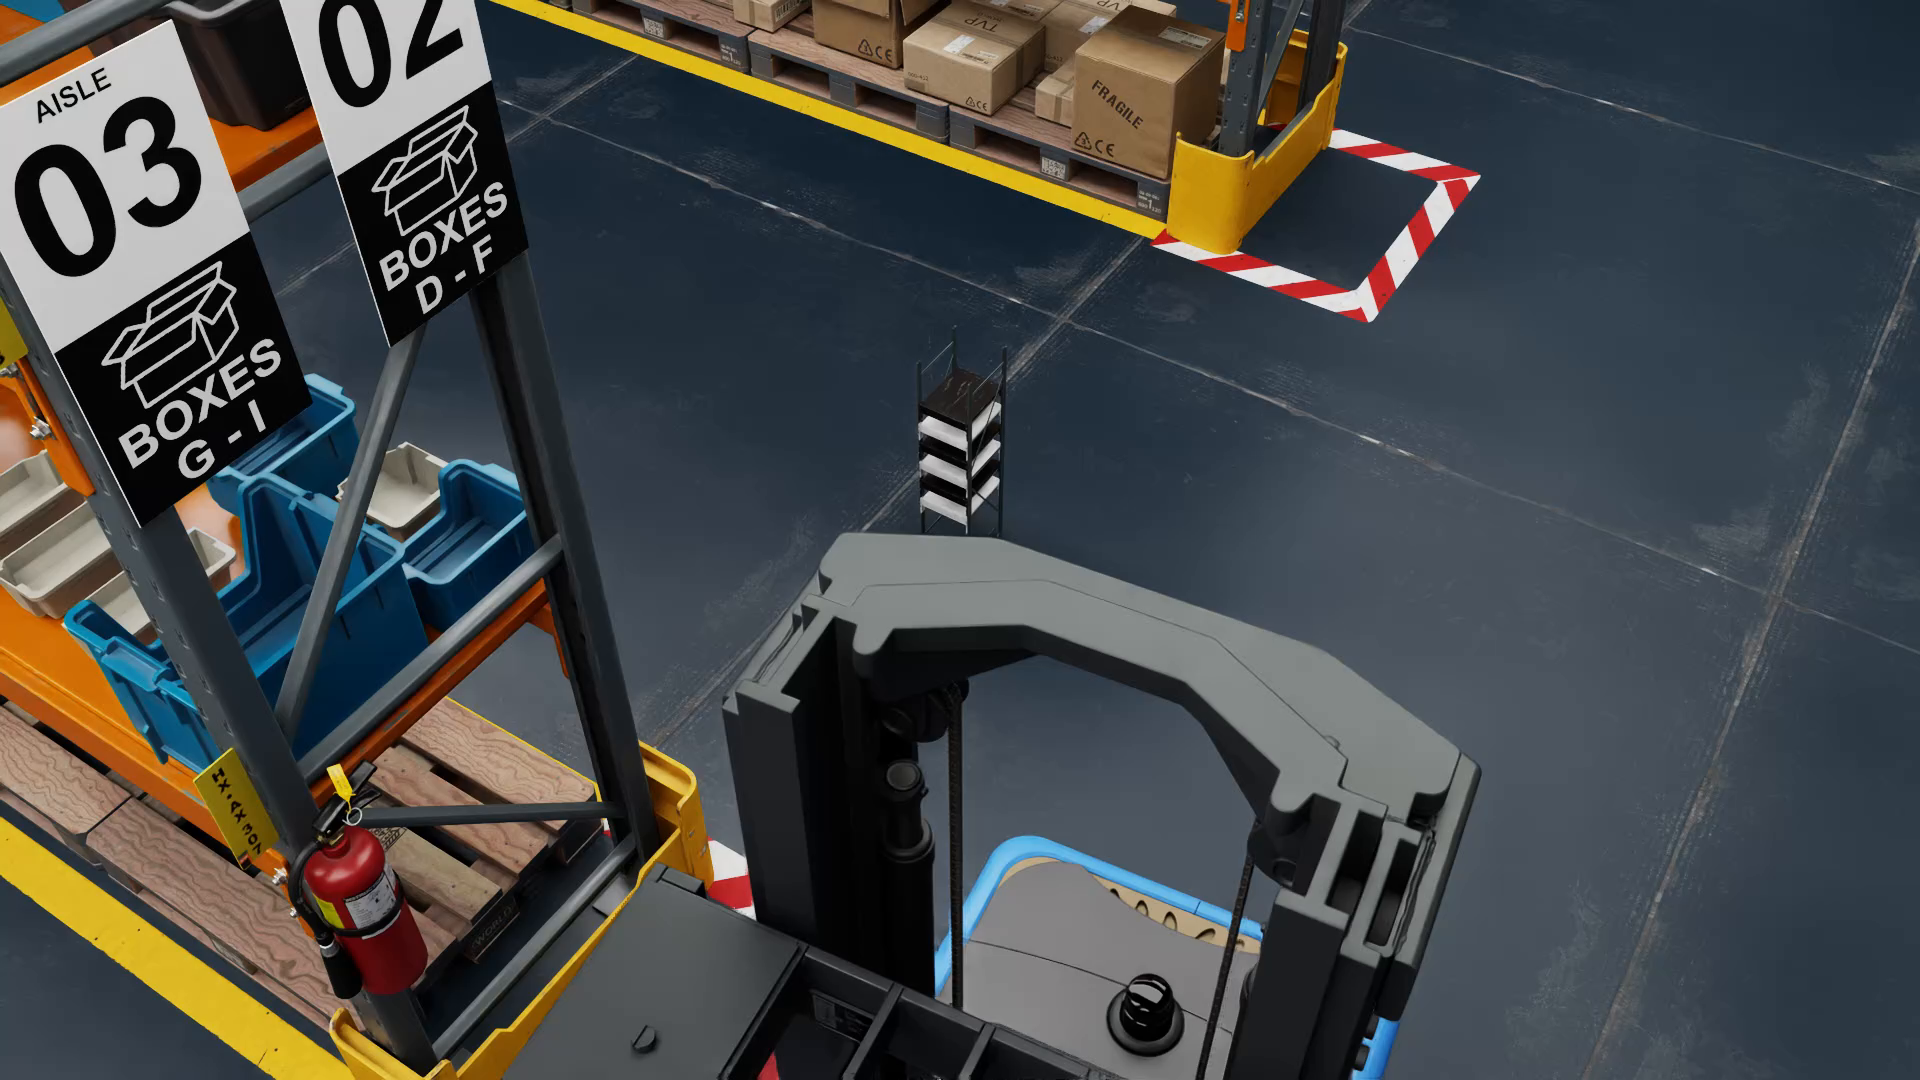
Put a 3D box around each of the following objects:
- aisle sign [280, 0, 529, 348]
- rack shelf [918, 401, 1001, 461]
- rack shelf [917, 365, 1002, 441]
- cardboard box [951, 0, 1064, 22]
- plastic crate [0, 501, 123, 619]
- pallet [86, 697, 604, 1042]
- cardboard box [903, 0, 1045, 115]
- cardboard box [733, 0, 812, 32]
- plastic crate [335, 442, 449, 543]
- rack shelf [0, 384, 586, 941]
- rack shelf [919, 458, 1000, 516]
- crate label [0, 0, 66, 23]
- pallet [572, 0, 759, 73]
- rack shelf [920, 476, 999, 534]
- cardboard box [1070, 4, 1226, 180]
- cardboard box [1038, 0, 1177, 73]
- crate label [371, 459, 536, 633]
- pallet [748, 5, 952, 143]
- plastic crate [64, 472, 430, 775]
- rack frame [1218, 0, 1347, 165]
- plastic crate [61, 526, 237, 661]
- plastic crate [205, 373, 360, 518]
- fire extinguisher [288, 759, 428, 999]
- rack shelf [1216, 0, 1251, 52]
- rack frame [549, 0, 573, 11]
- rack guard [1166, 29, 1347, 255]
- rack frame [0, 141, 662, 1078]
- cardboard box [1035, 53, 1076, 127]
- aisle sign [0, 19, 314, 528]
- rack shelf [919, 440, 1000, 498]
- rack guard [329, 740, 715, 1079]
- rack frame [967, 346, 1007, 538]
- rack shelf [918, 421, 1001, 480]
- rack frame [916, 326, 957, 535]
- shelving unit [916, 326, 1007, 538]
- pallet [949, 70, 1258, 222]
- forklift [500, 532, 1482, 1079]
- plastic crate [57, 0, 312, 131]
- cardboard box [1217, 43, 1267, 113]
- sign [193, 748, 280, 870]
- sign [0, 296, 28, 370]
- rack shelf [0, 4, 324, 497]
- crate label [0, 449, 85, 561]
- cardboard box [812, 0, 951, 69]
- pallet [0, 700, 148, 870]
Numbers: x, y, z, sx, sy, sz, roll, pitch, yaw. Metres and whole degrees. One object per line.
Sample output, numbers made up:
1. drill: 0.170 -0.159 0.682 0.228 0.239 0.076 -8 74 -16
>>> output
1. aisle sign: -1.012 -0.771 3.095 0.004 0.787 0.394 25 51 22
2. rack shelf: 0.007 -0.413 5.819 0.200 0.077 0.258 25 51 22
3. rack shelf: 0.007 -0.475 5.754 0.200 0.077 0.258 25 51 22
4. cardboard box: 0.298 -2.666 8.360 0.500 0.250 0.500 25 51 22
5. plastic crate: -2.253 0.030 4.271 0.243 0.136 0.396 25 51 22
6. pallet: -1.906 0.916 5.213 1.213 0.211 1.003 25 51 22
7. cardboard box: 0.070 -2.345 8.048 0.500 0.250 0.500 25 51 22
8. cardboard box: -0.953 -2.795 8.543 0.250 0.166 0.380 25 51 22
9. plastic crate: -1.488 -0.111 4.408 0.298 0.136 0.250 25 51 22
10. rack shelf: -2.917 -0.237 4.890 4.000 0.370 1.077 25 51 22
11. rack shelf: 0.007 -0.225 6.013 0.200 0.077 0.258 25 51 22
12. crate label: -1.835 -1.259 3.394 0.502 0.251 0.408 25 51 22
13. pallet: -1.345 -3.012 9.030 1.213 0.211 1.003 25 51 22
14. rack shelf: 0.007 -0.162 6.077 0.200 0.077 0.258 25 51 22
15. cardboard box: 0.854 -2.046 7.583 0.500 0.500 0.500 25 51 22
16. cardboard box: 0.719 -2.473 8.172 0.500 0.250 0.500 25 51 22
17. crate label: -1.263 0.030 4.204 0.303 0.233 0.416 25 51 22
18. pallet: -0.314 -2.541 8.572 1.213 0.211 1.003 25 51 22
19. plastic crate: -1.616 0.237 3.862 0.499 0.435 0.616 25 51 22
20. rack frame: 1.444 -2.702 6.784 0.127 3.000 1.000 25 51 22
21. plastic crate: -2.017 0.151 4.153 0.243 0.136 0.396 25 51 22
22. plastic crate: -1.817 -0.225 4.452 0.300 0.233 0.416 25 51 22
23. fire extinguisher: -1.351 0.776 3.718 0.183 0.674 0.296 25 51 22
24. rack shelf: -0.239 -3.226 7.795 4.000 0.370 1.077 25 51 22
25. rack frame: -1.923 -4.251 8.289 0.127 3.000 1.000 25 51 22
26. rack guard: 1.380 -1.860 7.709 0.348 0.500 1.175 25 51 22
27. rack frame: -1.233 0.287 3.880 0.127 3.000 1.000 25 51 22
28. cardboard box: 0.561 -2.141 7.908 0.250 0.166 0.380 25 51 22
29. aisle sign: -1.331 -0.415 2.749 0.004 0.787 0.394 25 51 22
30. rack shelf: 0.007 -0.287 5.948 0.200 0.077 0.258 25 51 22
31. rack guard: -1.206 1.159 4.775 0.348 0.500 1.175 25 51 22
32. rack frame: 0.092 -0.271 5.886 0.006 0.900 0.240 25 51 22
33. rack shelf: 0.007 -0.350 5.884 0.200 0.077 0.258 25 51 22
34. rack frame: -0.079 -0.350 5.962 0.006 0.900 0.240 25 51 22
35. shelving unit: 0.007 -0.310 5.924 0.210 0.900 0.258 25 51 22
36. pallet: 0.709 -2.068 8.112 1.213 0.211 1.003 25 51 22
37. forklift: -0.074 1.533 2.717 1.130 2.935 3.031 19 49 18
38. plastic crate: -1.407 -1.030 3.159 0.590 0.269 0.497 25 51 22
39. cardboard box: 1.277 -2.231 8.008 0.250 0.149 0.380 25 51 22
40. sign: -1.516 0.568 3.493 0.005 0.325 0.100 25 51 22
41. sign: -1.516 -0.384 2.513 0.005 0.325 0.100 25 51 22
42. rack shelf: -2.917 -1.282 3.815 4.000 0.370 1.077 25 51 22
43. crate label: -2.501 -0.063 4.361 0.243 0.136 0.396 25 51 22
44. cardboard box: -0.339 -2.810 8.323 0.637 0.503 0.797 25 51 22
45. pallet: -2.929 0.443 5.672 1.213 0.211 1.003 25 51 22
